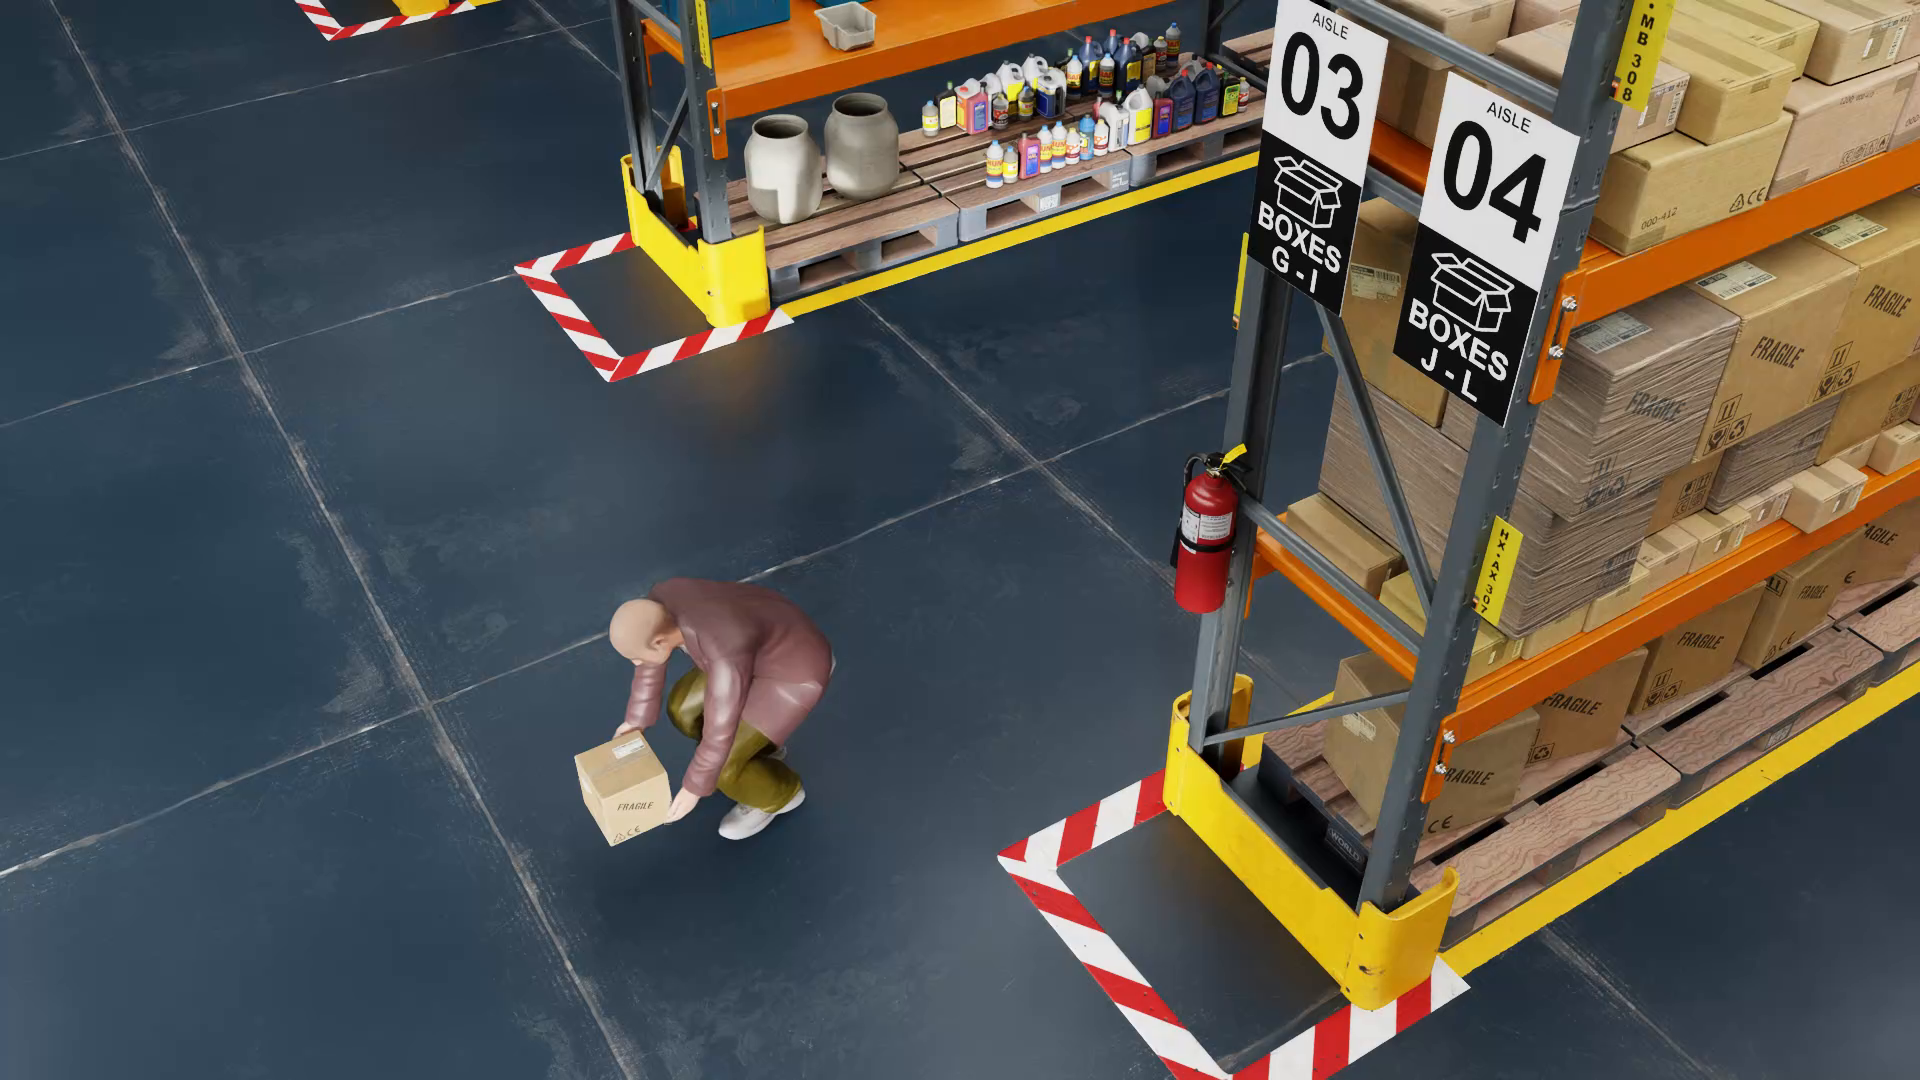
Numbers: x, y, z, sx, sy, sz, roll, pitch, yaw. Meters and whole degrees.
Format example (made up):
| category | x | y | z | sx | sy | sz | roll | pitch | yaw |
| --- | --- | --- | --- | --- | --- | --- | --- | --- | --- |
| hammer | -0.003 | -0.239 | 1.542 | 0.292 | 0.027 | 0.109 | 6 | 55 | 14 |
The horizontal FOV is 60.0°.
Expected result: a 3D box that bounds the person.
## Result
| category | x | y | z | sx | sy | sz | roll | pitch | yaw |
| --- | --- | --- | --- | --- | --- | --- | --- | --- | --- |
| person | -0.831 | 0.567 | 5.983 | 0.835 | 1.154 | 0.623 | -22 | 45 | -24 |
